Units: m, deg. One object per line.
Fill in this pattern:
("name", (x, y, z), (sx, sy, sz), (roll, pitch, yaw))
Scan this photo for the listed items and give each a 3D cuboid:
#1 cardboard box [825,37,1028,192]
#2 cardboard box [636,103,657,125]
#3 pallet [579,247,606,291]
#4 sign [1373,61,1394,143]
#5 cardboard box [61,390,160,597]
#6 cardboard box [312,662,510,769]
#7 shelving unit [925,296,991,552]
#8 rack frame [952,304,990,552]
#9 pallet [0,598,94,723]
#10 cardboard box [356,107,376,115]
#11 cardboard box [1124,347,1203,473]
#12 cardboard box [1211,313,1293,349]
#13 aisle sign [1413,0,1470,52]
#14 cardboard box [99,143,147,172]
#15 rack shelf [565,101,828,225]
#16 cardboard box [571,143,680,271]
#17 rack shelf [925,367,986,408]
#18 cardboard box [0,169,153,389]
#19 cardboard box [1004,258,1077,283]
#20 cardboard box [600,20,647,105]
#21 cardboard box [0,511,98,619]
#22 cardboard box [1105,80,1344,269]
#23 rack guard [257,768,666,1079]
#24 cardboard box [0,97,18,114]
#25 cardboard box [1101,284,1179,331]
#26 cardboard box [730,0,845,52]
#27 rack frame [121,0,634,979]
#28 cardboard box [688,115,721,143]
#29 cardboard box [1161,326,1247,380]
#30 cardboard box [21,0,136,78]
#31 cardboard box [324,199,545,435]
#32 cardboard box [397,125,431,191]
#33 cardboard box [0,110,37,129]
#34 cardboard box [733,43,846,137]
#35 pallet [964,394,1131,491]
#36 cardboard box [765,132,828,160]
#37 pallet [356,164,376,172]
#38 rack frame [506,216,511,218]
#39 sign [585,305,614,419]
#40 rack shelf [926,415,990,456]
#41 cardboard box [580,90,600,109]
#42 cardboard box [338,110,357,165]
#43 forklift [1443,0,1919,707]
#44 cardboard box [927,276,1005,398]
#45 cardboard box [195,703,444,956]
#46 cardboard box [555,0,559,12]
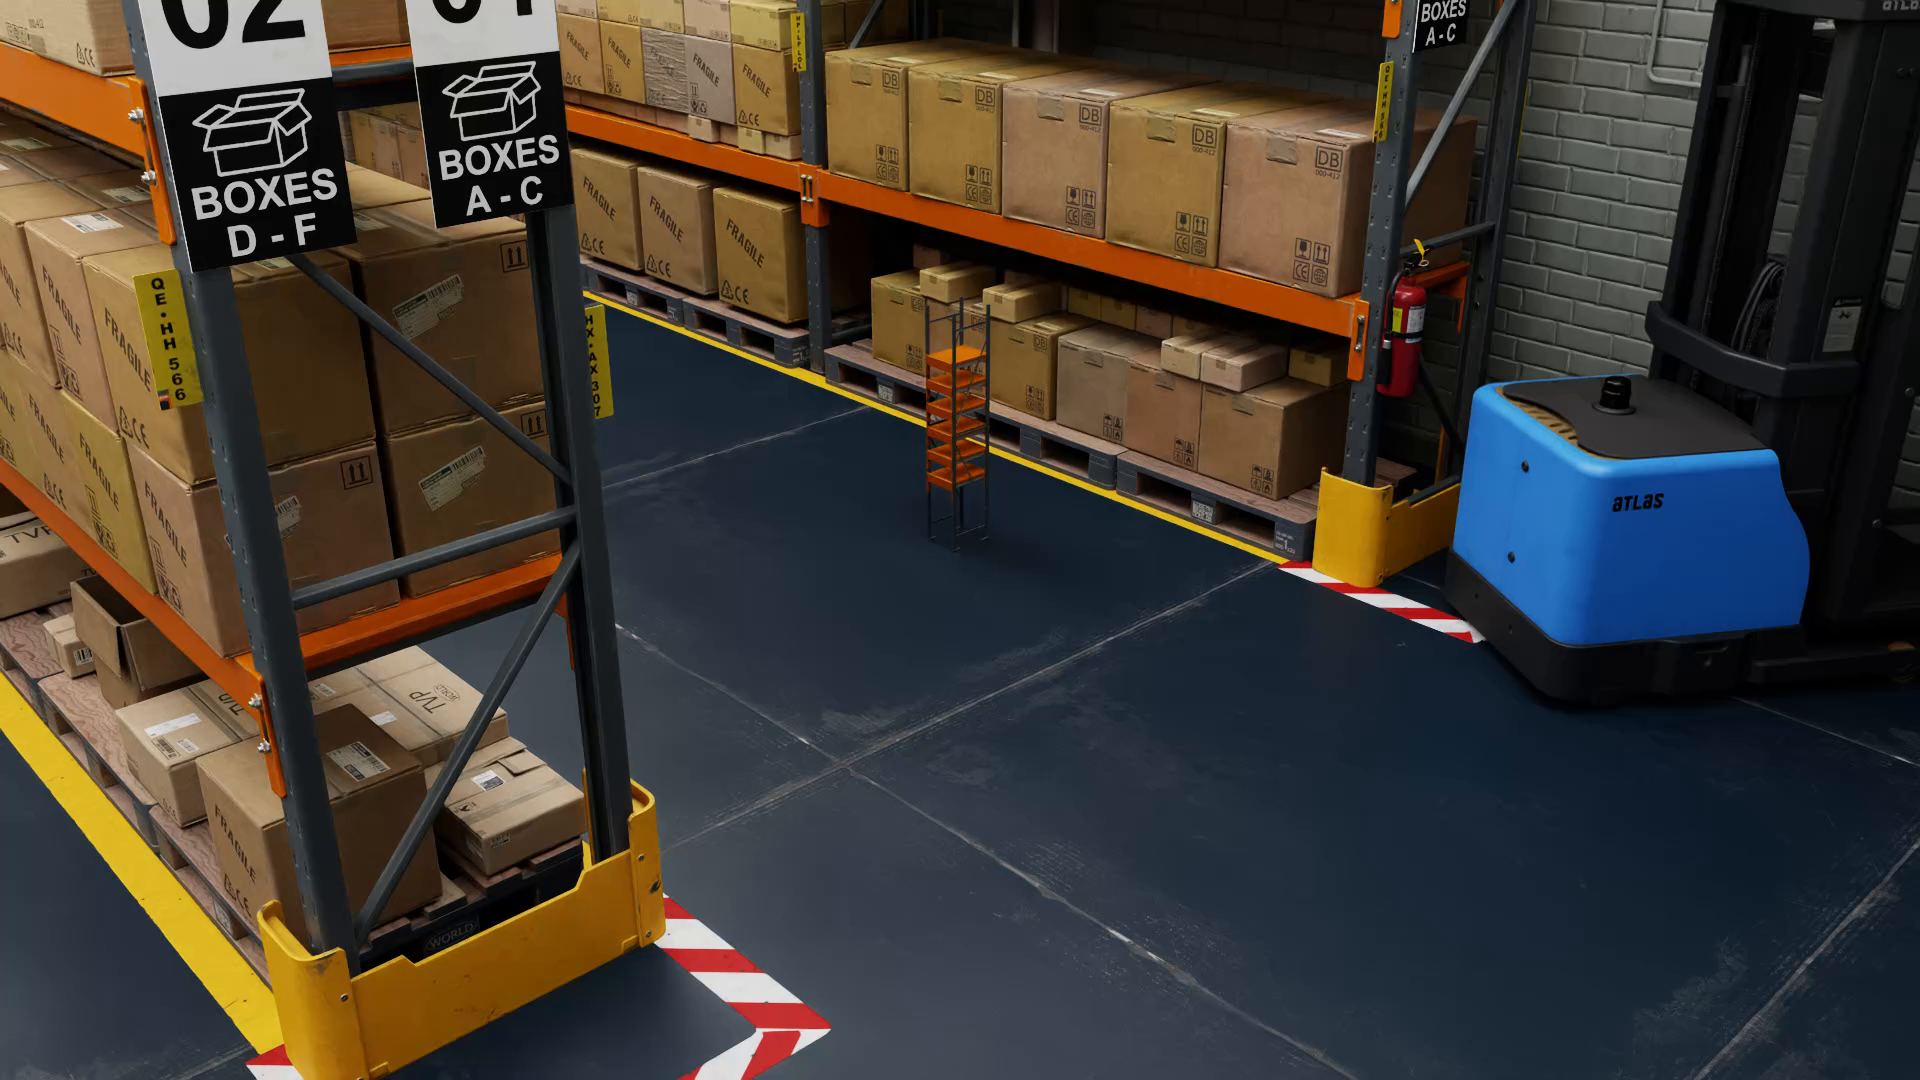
("cardboard box", (-0.189, -2.533, 9.826), (0.980, 0.700, 0.700), (-21, 32, -38))
("cardboard box", (-1.995, -2.963, 11.410), (0.380, 0.149, 0.250), (-20, 31, -37))
("pallet", (-2.798, -2.248, 12.924), (1.003, 0.211, 1.213), (-21, 32, -38))
("sign", (1.780, -1.838, 6.985), (0.100, 0.325, 0.005), (-21, 32, -38))
("cardboard box", (-2.290, -0.207, 4.969), (0.500, 0.500, 0.500), (-21, 32, -38))
("cardboard box", (-1.934, 0.707, 5.869), (0.500, 0.250, 0.500), (-21, 32, -38))
("shelving unit", (-0.010, -0.550, 8.011), (0.258, 1.200, 0.189), (-21, 32, -38))
("rack frame", (0.053, -0.523, 7.950), (0.240, 1.200, 0.006), (-21, 32, -38))
("pallet", (-3.693, 0.318, 7.298), (1.003, 0.211, 1.213), (-21, 32, -38))
("cardboard box", (-5.197, -4.042, 15.075), (0.500, 0.250, 0.500), (-22, 33, -39))
("cardboard box", (1.292, -0.742, 8.769), (0.700, 0.500, 0.500), (-21, 32, -39))
("cardboard box", (1.519, -1.058, 8.679), (0.380, 0.149, 0.250), (-21, 32, -38))
("aisle sign", (2.016, -2.429, 6.829), (0.394, 0.787, 0.004), (-21, 32, -38))
("cardboard box", (-2.588, -1.119, 5.765), (0.500, 0.500, 0.500), (-22, 32, -39))
("rack shelf", (-1.915, -2.844, 11.737), (1.077, 0.370, 4.000), (-21, 32, -38))
("cardboard box", (-2.281, -2.463, 12.119), (0.750, 0.750, 0.750), (-21, 32, -39))
("rack shelf", (-0.010, -0.728, 7.929), (0.258, 0.103, 0.180), (-21, 32, -38))
("cardboard box", (-2.636, -0.813, 5.092), (0.500, 0.500, 0.500), (-20, 31, -37))
("cardboard box", (0.476, -1.520, 9.692), (0.380, 0.149, 0.250), (-23, 33, -40))
("cardboard box", (-2.086, -3.280, 11.322), (0.500, 0.500, 0.500), (-20, 31, -37))
("cardboard box", (-4.033, 0.053, 7.230), (0.500, 0.311, 0.500), (-21, 32, -38))
("cardboard box", (1.324, -1.859, 8.349), (0.980, 0.700, 0.700), (-22, 32, -39))
("rack guard", (-1.480, 1.167, 5.089), (1.175, 0.500, 0.348), (-21, 32, -38))
("cardboard box", (-3.627, -1.579, 6.773), (0.500, 0.500, 0.500), (-21, 32, -38))
("cardboard box", (0.998, -1.288, 9.184), (0.380, 0.149, 0.250), (-21, 32, -38))
("cardboard box", (-1.054, -3.165, 10.168), (0.500, 0.250, 0.500), (-20, 31, -37))
("rack frame", (-1.428, 0.053, 4.520), (1.000, 3.000, 0.127), (-21, 32, -38))
("cardboard box", (-1.543, -2.707, 10.847), (0.380, 0.149, 0.250), (-21, 32, -38))
("cardboard box", (1.238, -0.950, 8.444), (0.380, 0.149, 0.250), (-20, 31, -37))
("cardboard box", (-1.971, -1.324, 4.105), (0.500, 0.250, 0.500), (-21, 32, -38))
("cardboard box", (-1.539, -0.657, 4.750), (0.500, 0.500, 0.500), (-20, 31, -37))
("cardboard box", (-4.440, -3.375, 14.515), (0.700, 0.500, 0.500), (-21, 32, -39))
("cardboard box", (-3.692, -1.280, 6.118), (0.500, 0.500, 0.500), (-22, 33, -40))
("cardboard box", (-1.048, -2.823, 10.322), (0.500, 0.500, 0.500), (-22, 32, -39))
("pallet", (0.752, -0.674, 9.474), (1.003, 0.211, 1.213), (-21, 32, -38))
("cardboard box", (-0.986, -2.482, 10.355), (0.380, 0.149, 0.250), (-21, 32, -38))
("pallet", (-5.483, -3.485, 15.635), (1.003, 0.211, 1.213), (-21, 32, -38))
("rack frame", (-3.282, -3.777, 12.915), (1.000, 3.000, 0.127), (-21, 32, -38))
("sign", (-1.032, -0.495, 4.678), (0.100, 0.325, 0.005), (-21, 32, -38))
("rack shelf", (-0.010, -0.510, 8.029), (0.258, 0.103, 0.180), (-21, 32, -38))
("cardboard box", (-2.495, -3.206, 11.942), (0.380, 0.149, 0.250), (-20, 31, -37))
("cardboard box", (-5.501, -3.834, 15.521), (0.700, 0.500, 0.500), (-20, 31, -37))
("forklift", (3.752, -0.952, 6.805), (3.031, 2.935, 1.130), (-5, 25, -10))
("cardboard box", (0.229, -1.210, 9.795), (0.700, 0.500, 0.500), (-22, 32, -39))
("cardboard box", (-1.979, 0.895, 5.155), (0.500, 0.500, 0.500), (-21, 32, -38))
("cardboard box", (-2.792, -3.935, 11.855), (0.500, 0.250, 0.500), (-22, 32, -39))
